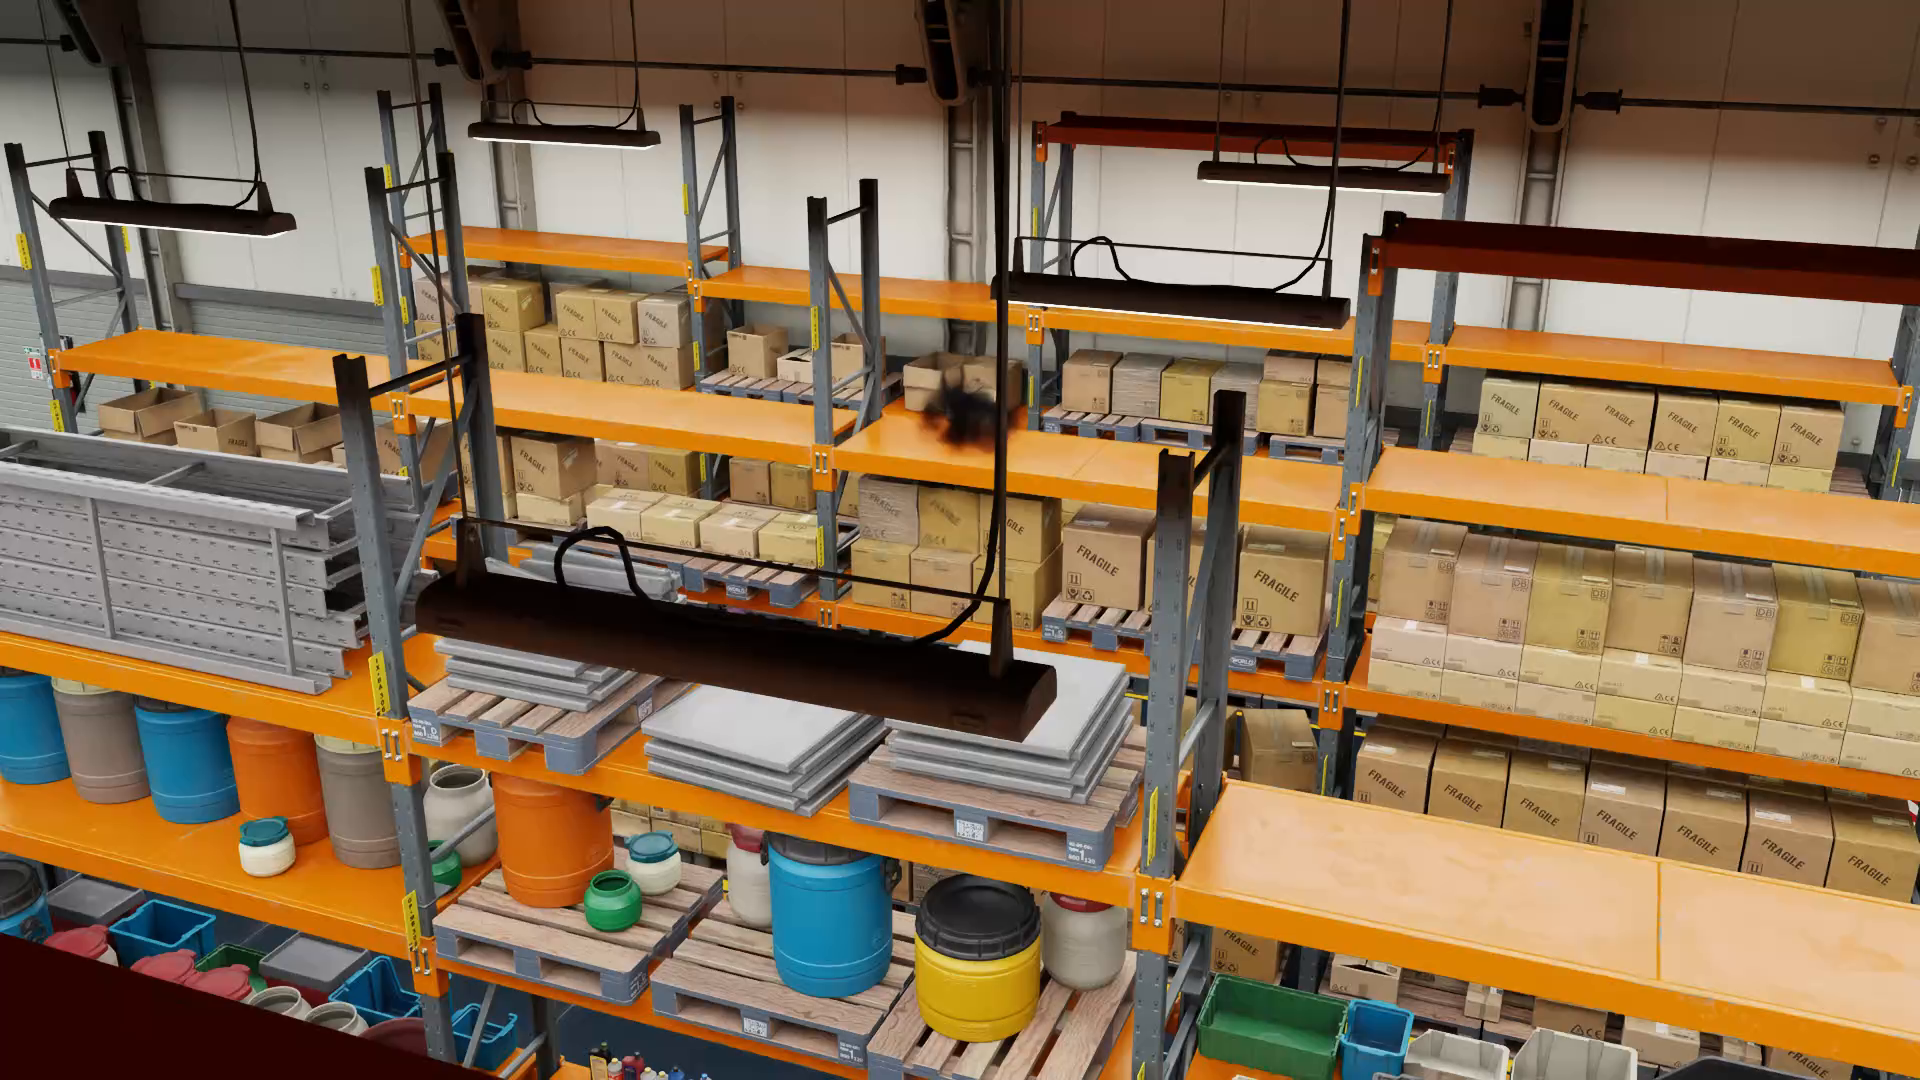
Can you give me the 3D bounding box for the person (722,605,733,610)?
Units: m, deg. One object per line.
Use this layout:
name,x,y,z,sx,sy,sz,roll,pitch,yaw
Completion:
person,-2.314,0.795,16.173,0.513,0.789,0.546,7,22,17
